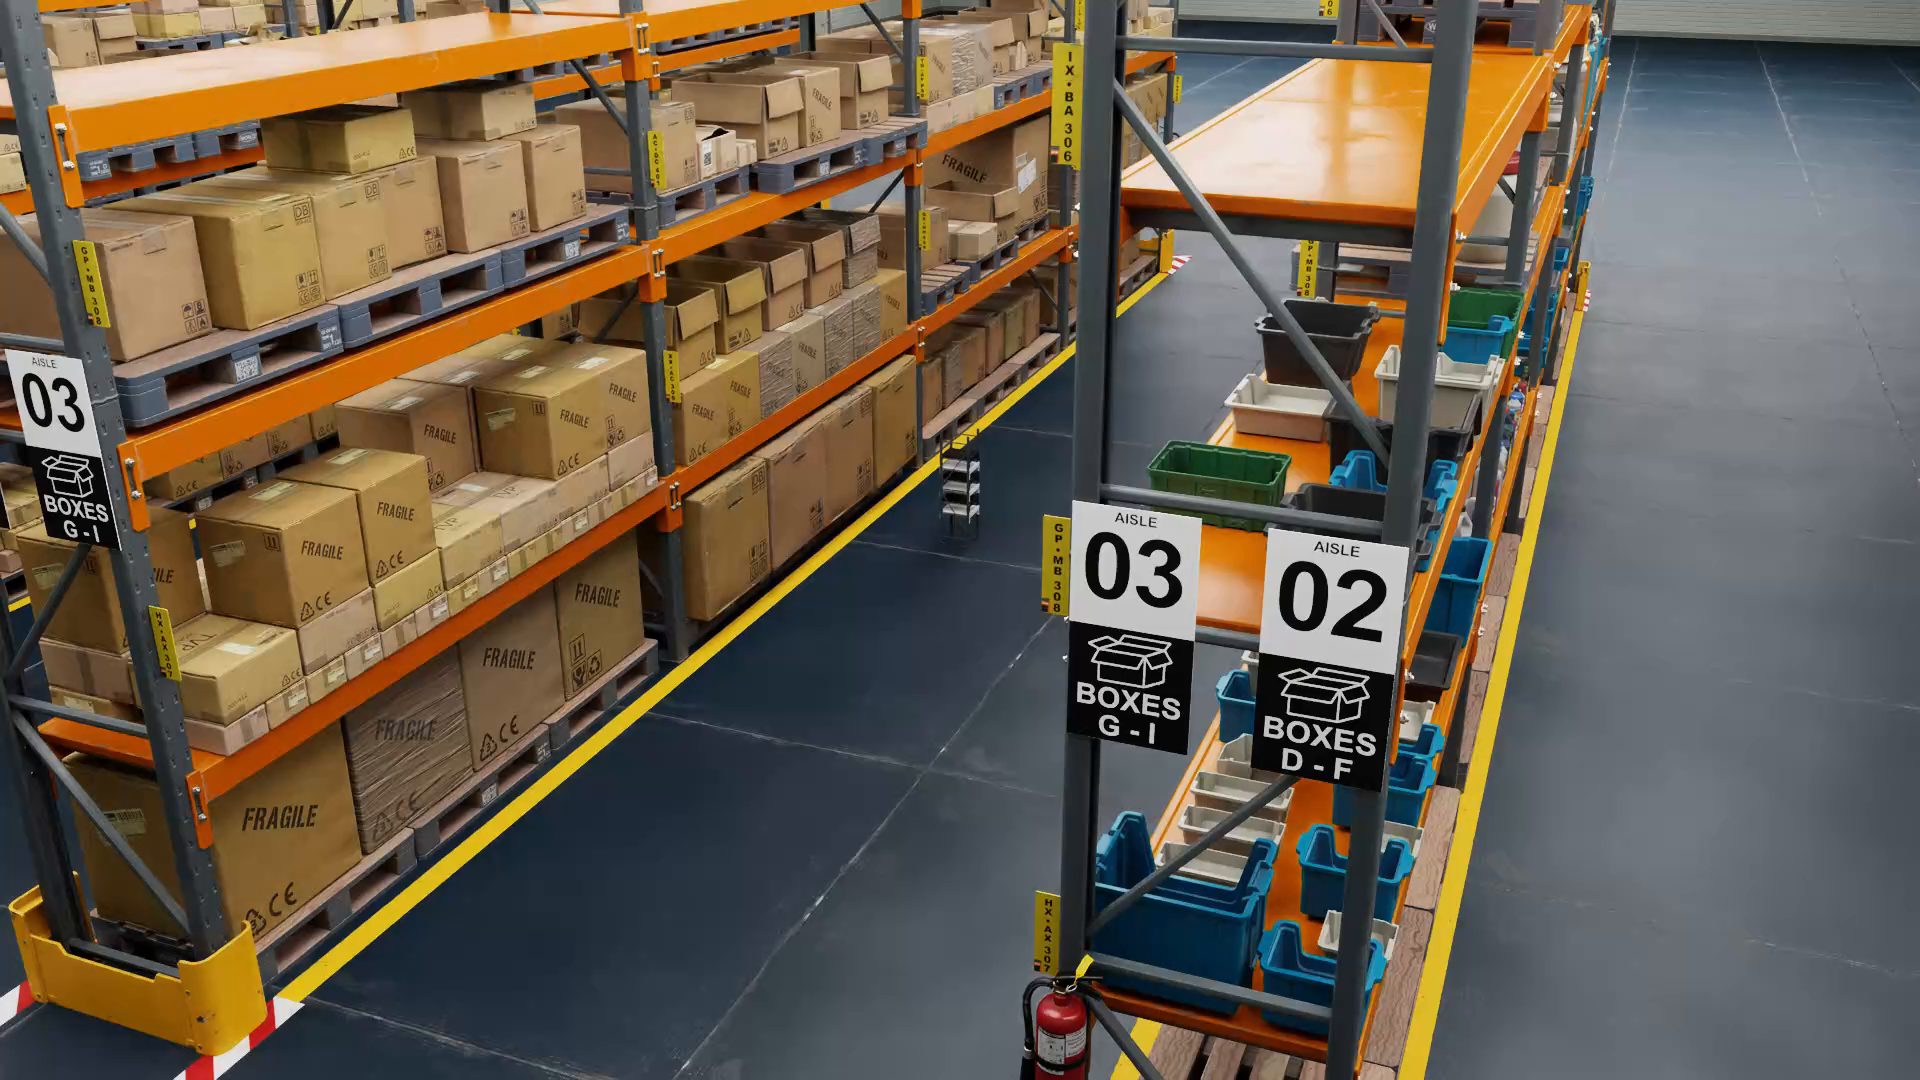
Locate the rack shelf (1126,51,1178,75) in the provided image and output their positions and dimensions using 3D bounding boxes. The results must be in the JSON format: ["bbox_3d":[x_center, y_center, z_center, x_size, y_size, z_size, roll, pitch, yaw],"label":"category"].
[{"bbox_3d":[1.420,-5.281,18.766,1.077,0.370,4.000,9,24,20],"label":"rack shelf"}]

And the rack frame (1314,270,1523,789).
[{"bbox_3d":[2.304,0.058,8.941,1.000,3.000,0.127,9,24,20],"label":"rack frame"}]

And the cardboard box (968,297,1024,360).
[{"bbox_3d":[0.235,-2.178,16.969,0.700,0.500,0.500,9,24,20],"label":"cardboard box"}]

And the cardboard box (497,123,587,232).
[{"bbox_3d":[-2.529,-2.032,9.250,0.700,0.500,0.500,7,24,17],"label":"cardboard box"}]

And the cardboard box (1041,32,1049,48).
[{"bbox_3d":[0.714,-5.253,17.441,0.380,0.149,0.250,9,24,21],"label":"cardboard box"}]

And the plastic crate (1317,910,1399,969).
[{"bbox_3d":[1.412,1.440,5.898,0.250,0.136,0.298,9,24,20],"label":"plastic crate"}]

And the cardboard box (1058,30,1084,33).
[{"bbox_3d":[1.241,-5.284,17.517,0.380,0.149,0.250,9,24,20],"label":"cardboard box"}]

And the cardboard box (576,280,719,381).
[{"bbox_3d":[-2.065,-1.389,10.976,0.797,0.503,0.637,8,24,19],"label":"cardboard box"}]

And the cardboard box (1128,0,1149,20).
[{"bbox_3d":[1.822,-6.152,18.753,0.500,0.500,0.500,9,24,20],"label":"cardboard box"}]

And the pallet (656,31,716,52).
[{"bbox_3d":[-3.576,-5.894,19.415,1.003,0.211,1.213,9,24,20],"label":"pallet"}]

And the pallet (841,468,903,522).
[{"bbox_3d":[-1.171,-0.524,13.953,1.003,0.211,1.213,9,24,20],"label":"pallet"}]

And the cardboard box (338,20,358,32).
[{"bbox_3d":[-5.285,-4.430,14.672,0.396,0.266,0.258,9,24,20],"label":"cardboard box"}]

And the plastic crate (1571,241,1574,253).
[{"bbox_3d":[5.589,-2.945,16.212,0.767,0.338,0.504,9,24,20],"label":"plastic crate"}]

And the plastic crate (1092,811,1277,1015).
[{"bbox_3d":[0.770,1.299,5.847,0.616,0.435,0.499,9,24,20],"label":"plastic crate"}]

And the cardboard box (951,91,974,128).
[{"bbox_3d":[-0.206,-3.712,14.271,0.500,0.250,0.500,9,24,21],"label":"cardboard box"}]

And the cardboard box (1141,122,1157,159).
[{"bbox_3d":[1.859,-4.739,19.911,0.875,0.500,0.500,9,24,20],"label":"cardboard box"}]

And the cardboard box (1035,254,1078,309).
[{"bbox_3d":[1.069,-2.897,18.715,0.500,0.500,0.500,18,29,37],"label":"cardboard box"}]

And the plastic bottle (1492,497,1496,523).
[{"bbox_3d":[3.107,-0.199,9.815,0.097,0.201,0.097,0,23,0],"label":"plastic bottle"}]

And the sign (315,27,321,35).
[{"bbox_3d":[-5.888,-4.570,15.356,0.100,0.325,0.005,9,24,20],"label":"sign"}]

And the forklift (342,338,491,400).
[{"bbox_3d":[-4.072,-1.334,12.364,1.130,2.935,3.031,-10,25,-23],"label":"forklift"}]

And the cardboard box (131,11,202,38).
[{"bbox_3d":[-8.989,-5.849,18.841,0.500,0.250,0.500,9,24,21],"label":"cardboard box"}]

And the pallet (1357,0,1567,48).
[{"bbox_3d":[2.583,-2.739,8.618,1.003,0.211,1.213,9,24,20],"label":"pallet"}]

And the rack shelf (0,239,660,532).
[{"bbox_3d":[-3.037,-0.987,8.486,1.077,0.370,4.000,9,24,20],"label":"rack shelf"}]

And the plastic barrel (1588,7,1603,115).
[{"bbox_3d":[5.289,-4.207,14.610,0.600,0.901,0.708,9,24,20],"label":"plastic barrel"}]

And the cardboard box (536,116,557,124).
[{"bbox_3d":[-4.446,-4.224,17.765,0.700,0.500,0.500,9,24,20],"label":"cardboard box"}]

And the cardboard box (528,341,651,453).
[{"bbox_3d":[-2.217,-0.862,9.980,0.500,0.500,0.500,10,24,22],"label":"cardboard box"}]

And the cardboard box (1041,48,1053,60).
[{"bbox_3d":[1.082,-4.953,17.241,0.500,0.250,0.500,8,24,18],"label":"cardboard box"}]

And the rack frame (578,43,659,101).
[{"bbox_3d":[-3.890,-4.260,19.279,1.000,3.000,0.127,9,24,20],"label":"rack frame"}]

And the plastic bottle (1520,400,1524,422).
[{"bbox_3d":[3.854,-0.919,11.540,0.097,0.201,0.097,0,23,0],"label":"plastic bottle"}]

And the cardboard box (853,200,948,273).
[{"bbox_3d":[-0.530,-2.735,14.954,0.700,0.500,0.500,13,26,28],"label":"cardboard box"}]

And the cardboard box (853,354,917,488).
[{"bbox_3d":[-1.084,-1.052,13.810,1.225,0.875,0.875,8,24,18],"label":"cardboard box"}]

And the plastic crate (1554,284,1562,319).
[{"bbox_3d":[4.891,-2.043,14.247,0.450,0.188,0.662,9,24,20],"label":"plastic crate"}]

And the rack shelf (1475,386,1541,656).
[{"bbox_3d":[3.047,-0.325,10.793,1.077,0.370,4.000,9,24,20],"label":"rack shelf"}]

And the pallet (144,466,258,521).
[{"bbox_3d":[-6.574,-0.389,13.630,1.003,0.211,1.213,9,24,20],"label":"pallet"}]

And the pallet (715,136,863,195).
[{"bbox_3d":[-1.411,-2.740,11.995,1.003,0.211,1.213,10,25,22],"label":"pallet"}]

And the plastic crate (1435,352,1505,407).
[{"bbox_3d":[2.185,-0.694,7.194,0.293,0.136,0.466,9,24,20],"label":"plastic crate"}]

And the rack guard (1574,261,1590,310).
[{"bbox_3d":[6.777,-3.049,19.622,1.175,0.500,0.348,9,24,20],"label":"rack guard"}]

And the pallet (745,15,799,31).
[{"bbox_3d":[-2.670,-6.767,21.506,1.003,0.211,1.213,9,24,20],"label":"pallet"}]

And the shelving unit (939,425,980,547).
[{"bbox_3d":[-0.003,-0.412,12.792,0.258,0.900,0.210,9,24,20],"label":"shelving unit"}]

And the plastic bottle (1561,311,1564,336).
[{"bbox_3d":[6.258,-2.301,17.455,0.144,0.351,0.185,10,25,22],"label":"plastic bottle"}]

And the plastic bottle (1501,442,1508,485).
[{"bbox_3d":[3.365,-0.480,10.397,0.097,0.271,0.097,0,23,0],"label":"plastic bottle"}]

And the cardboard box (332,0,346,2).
[{"bbox_3d":[-7.927,-6.825,20.819,0.380,0.149,0.250,8,24,18],"label":"cardboard box"}]

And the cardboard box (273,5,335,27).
[{"bbox_3d":[-8.106,-6.503,20.566,0.500,0.250,0.500,8,24,19],"label":"cardboard box"}]

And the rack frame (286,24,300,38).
[{"bbox_3d":[-8.523,-4.932,20.889,1.000,3.000,0.127,9,24,20],"label":"rack frame"}]

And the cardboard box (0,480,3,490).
[{"bbox_3d":[-7.339,-0.366,12.339,0.380,0.149,0.250,10,25,23],"label":"cardboard box"}]

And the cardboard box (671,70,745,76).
[{"bbox_3d":[-3.107,-5.532,20.730,0.875,0.550,0.500,9,24,20],"label":"cardboard box"}]

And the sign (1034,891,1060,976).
[{"bbox_3d":[0.302,1.342,5.657,0.100,0.325,0.005,9,24,20],"label":"sign"}]

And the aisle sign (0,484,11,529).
[{"bbox_3d":[-4.085,-0.436,6.752,0.394,0.787,0.004,9,24,20],"label":"aisle sign"}]

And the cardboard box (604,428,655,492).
[{"bbox_3d":[-2.214,-0.523,10.142,0.500,0.250,0.500,8,24,19],"label":"cardboard box"}]

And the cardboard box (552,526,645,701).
[{"bbox_3d":[-2.614,0.361,10.429,0.875,0.875,0.875,9,24,20],"label":"cardboard box"}]

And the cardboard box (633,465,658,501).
[{"bbox_3d":[-2.103,-0.379,10.314,0.380,0.149,0.250,9,24,20],"label":"cardboard box"}]

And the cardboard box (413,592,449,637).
[{"bbox_3d":[-2.866,0.356,8.554,0.380,0.149,0.250,8,24,19],"label":"cardboard box"}]

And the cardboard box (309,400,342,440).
[{"bbox_3d":[-5.755,-1.219,14.697,0.500,0.500,0.500,8,24,18],"label":"cardboard box"}]

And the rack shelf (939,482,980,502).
[{"bbox_3d":[-0.003,-0.382,12.805,0.258,0.077,0.200,9,24,20],"label":"rack shelf"}]

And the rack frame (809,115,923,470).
[{"bbox_3d":[-0.808,-2.082,14.065,1.000,3.000,0.127,9,24,20],"label":"rack frame"}]

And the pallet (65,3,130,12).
[{"bbox_3d":[-12.386,-7.729,23.807,1.003,0.211,1.213,9,24,20],"label":"pallet"}]

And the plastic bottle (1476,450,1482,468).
[{"bbox_3d":[3.267,-0.536,10.530,0.097,0.271,0.097,0,23,0],"label":"plastic bottle"}]

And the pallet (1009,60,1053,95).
[{"bbox_3d":[0.349,-4.605,16.458,1.213,0.211,1.003,9,24,20],"label":"pallet"}]
